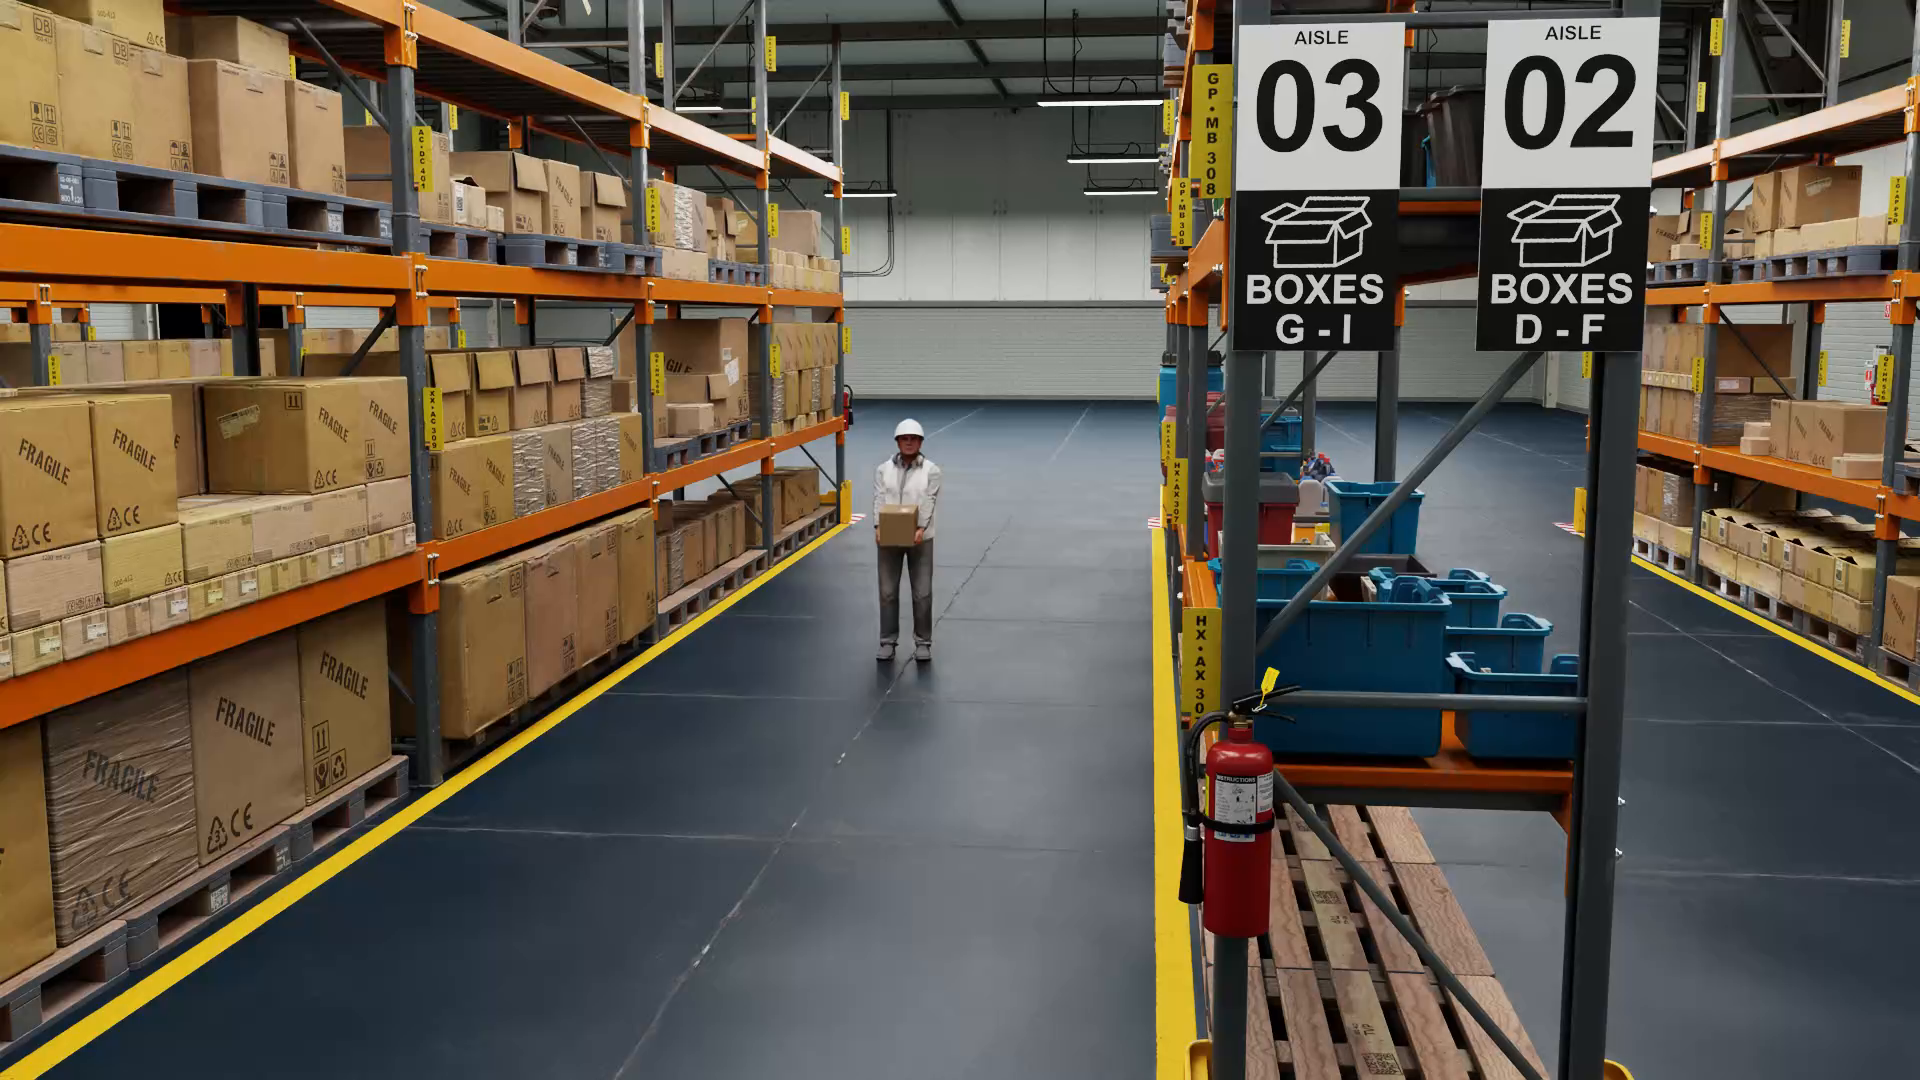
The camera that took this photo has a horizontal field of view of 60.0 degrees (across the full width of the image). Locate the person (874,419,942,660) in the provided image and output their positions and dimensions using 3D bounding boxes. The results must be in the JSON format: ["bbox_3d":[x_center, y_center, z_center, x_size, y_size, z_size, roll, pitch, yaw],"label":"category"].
[{"bbox_3d":[-0.395,0.007,12.167,0.494,1.763,0.549,1,8,7],"label":"person"}]
